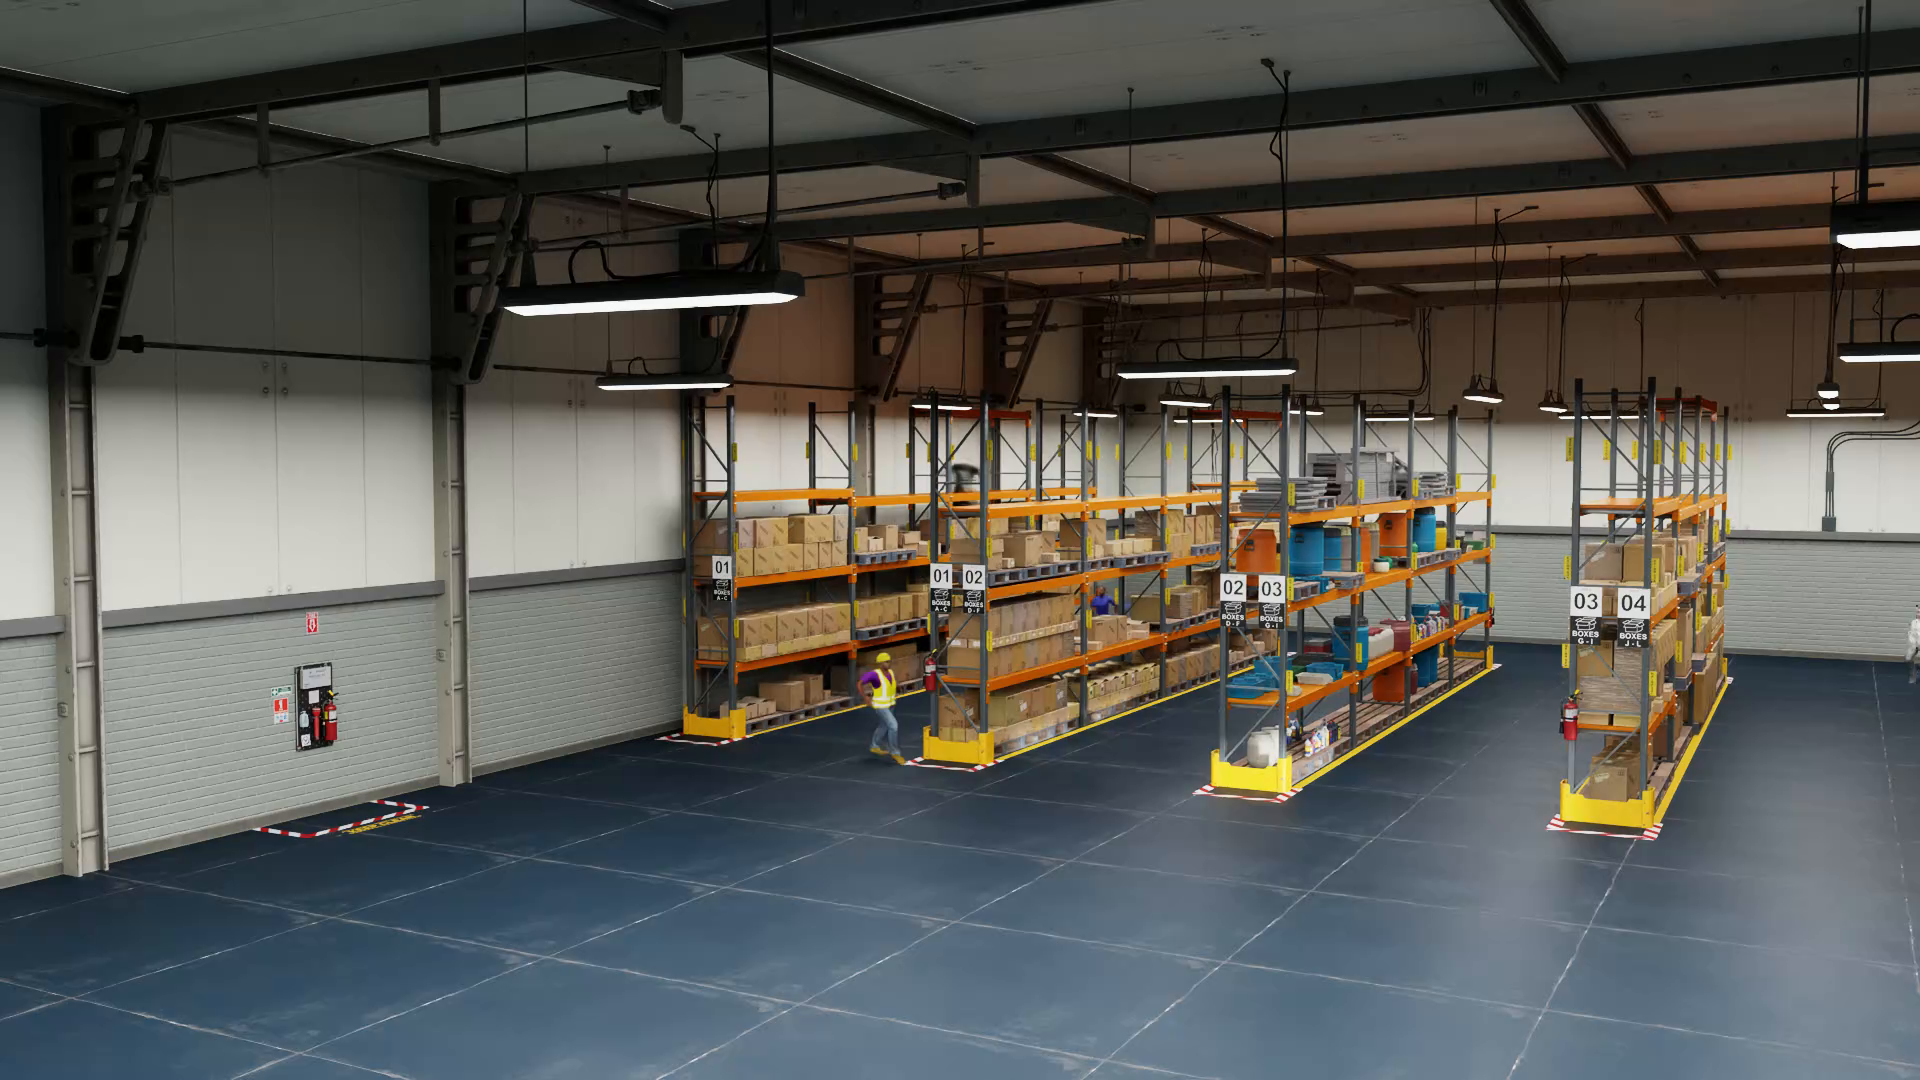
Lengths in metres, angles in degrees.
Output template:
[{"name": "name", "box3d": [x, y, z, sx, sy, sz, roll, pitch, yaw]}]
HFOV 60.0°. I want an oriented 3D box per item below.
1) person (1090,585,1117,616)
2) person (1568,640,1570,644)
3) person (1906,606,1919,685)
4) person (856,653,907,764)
[{"name": "person", "box3d": [3.346, 1.901, 38.995, 0.529, 1.688, 0.849, 2, 3, 27]}, {"name": "person", "box3d": [12.449, 2.372, 33.187, 0.632, 1.754, 0.660, 1, 3, 23]}, {"name": "person", "box3d": [20.624, 2.281, 35.749, 0.686, 1.712, 0.569, -2, 4, -32]}, {"name": "person", "box3d": [-1.250, 2.714, 26.791, 0.787, 1.810, 0.771, 2, 4, 33]}]
